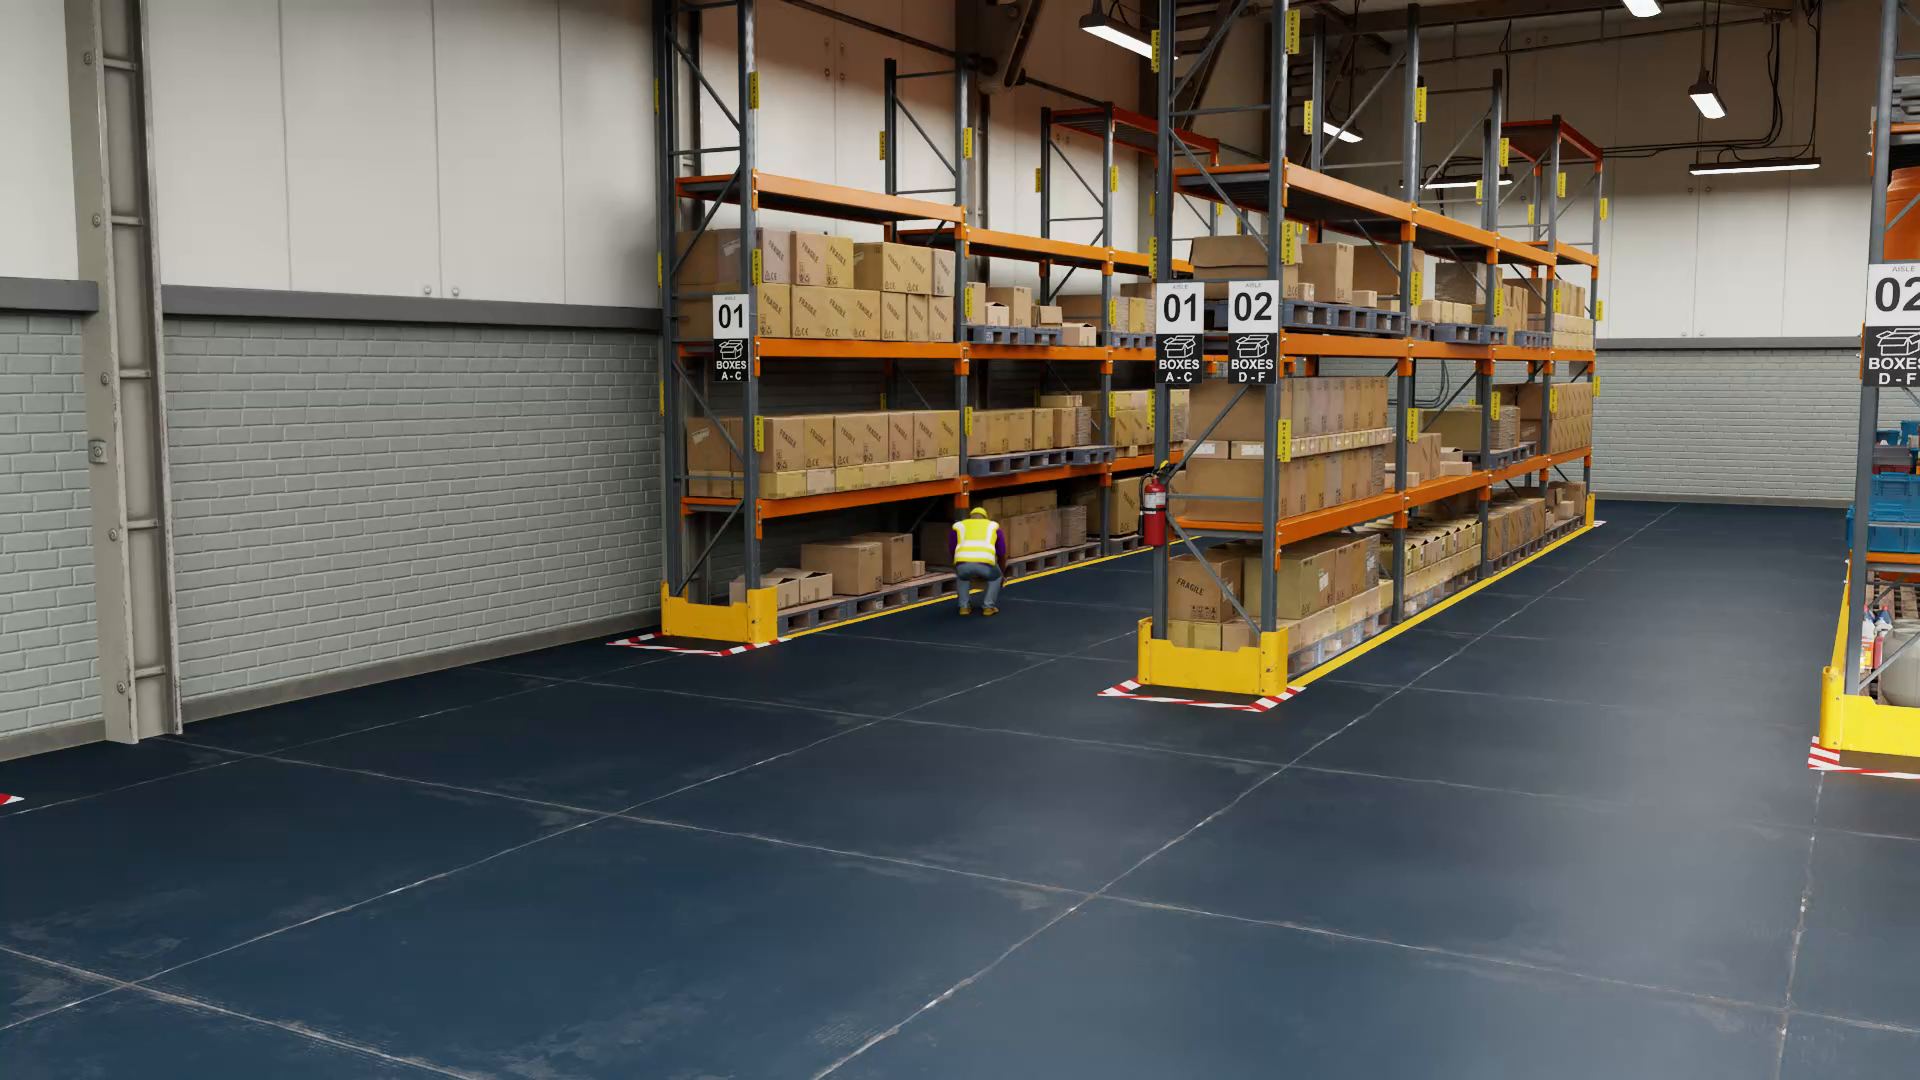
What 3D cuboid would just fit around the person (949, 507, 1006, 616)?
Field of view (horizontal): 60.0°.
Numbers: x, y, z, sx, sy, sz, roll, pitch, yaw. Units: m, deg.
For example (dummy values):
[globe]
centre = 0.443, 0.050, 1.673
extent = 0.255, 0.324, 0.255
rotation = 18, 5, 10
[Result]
[person]
centre = 0.152, 0.220, 17.295
extent = 0.594, 1.073, 0.863
rotation = 1, 6, 11
